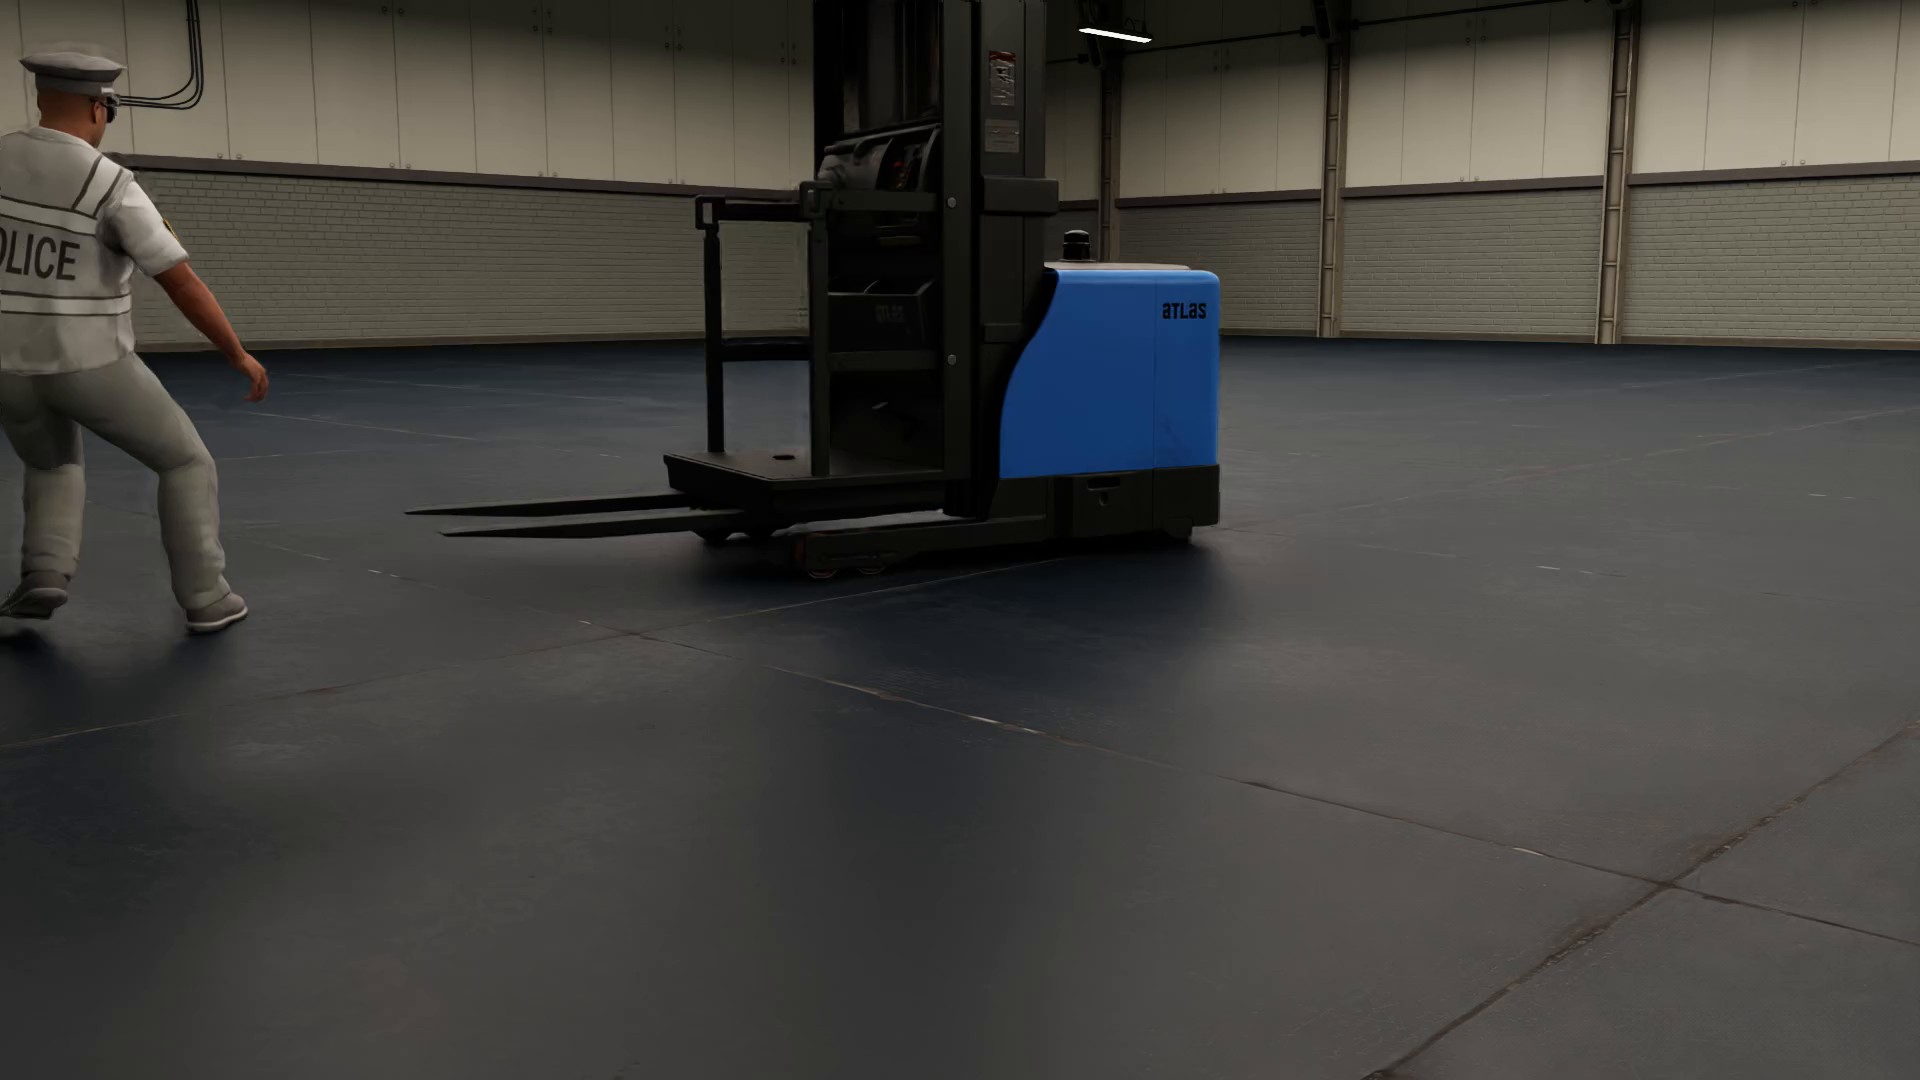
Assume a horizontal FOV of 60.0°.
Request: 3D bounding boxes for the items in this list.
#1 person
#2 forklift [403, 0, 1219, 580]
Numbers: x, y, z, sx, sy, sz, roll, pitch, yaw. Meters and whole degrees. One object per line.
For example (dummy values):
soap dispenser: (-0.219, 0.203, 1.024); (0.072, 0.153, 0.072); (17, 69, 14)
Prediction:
person: (-2.472, -0.551, 4.803); (0.832, 1.648, 0.538); (0, 9, 0)
forklift: (-0.499, -1.400, 6.172); (3.031, 2.935, 1.130); (-5, 10, -29)
